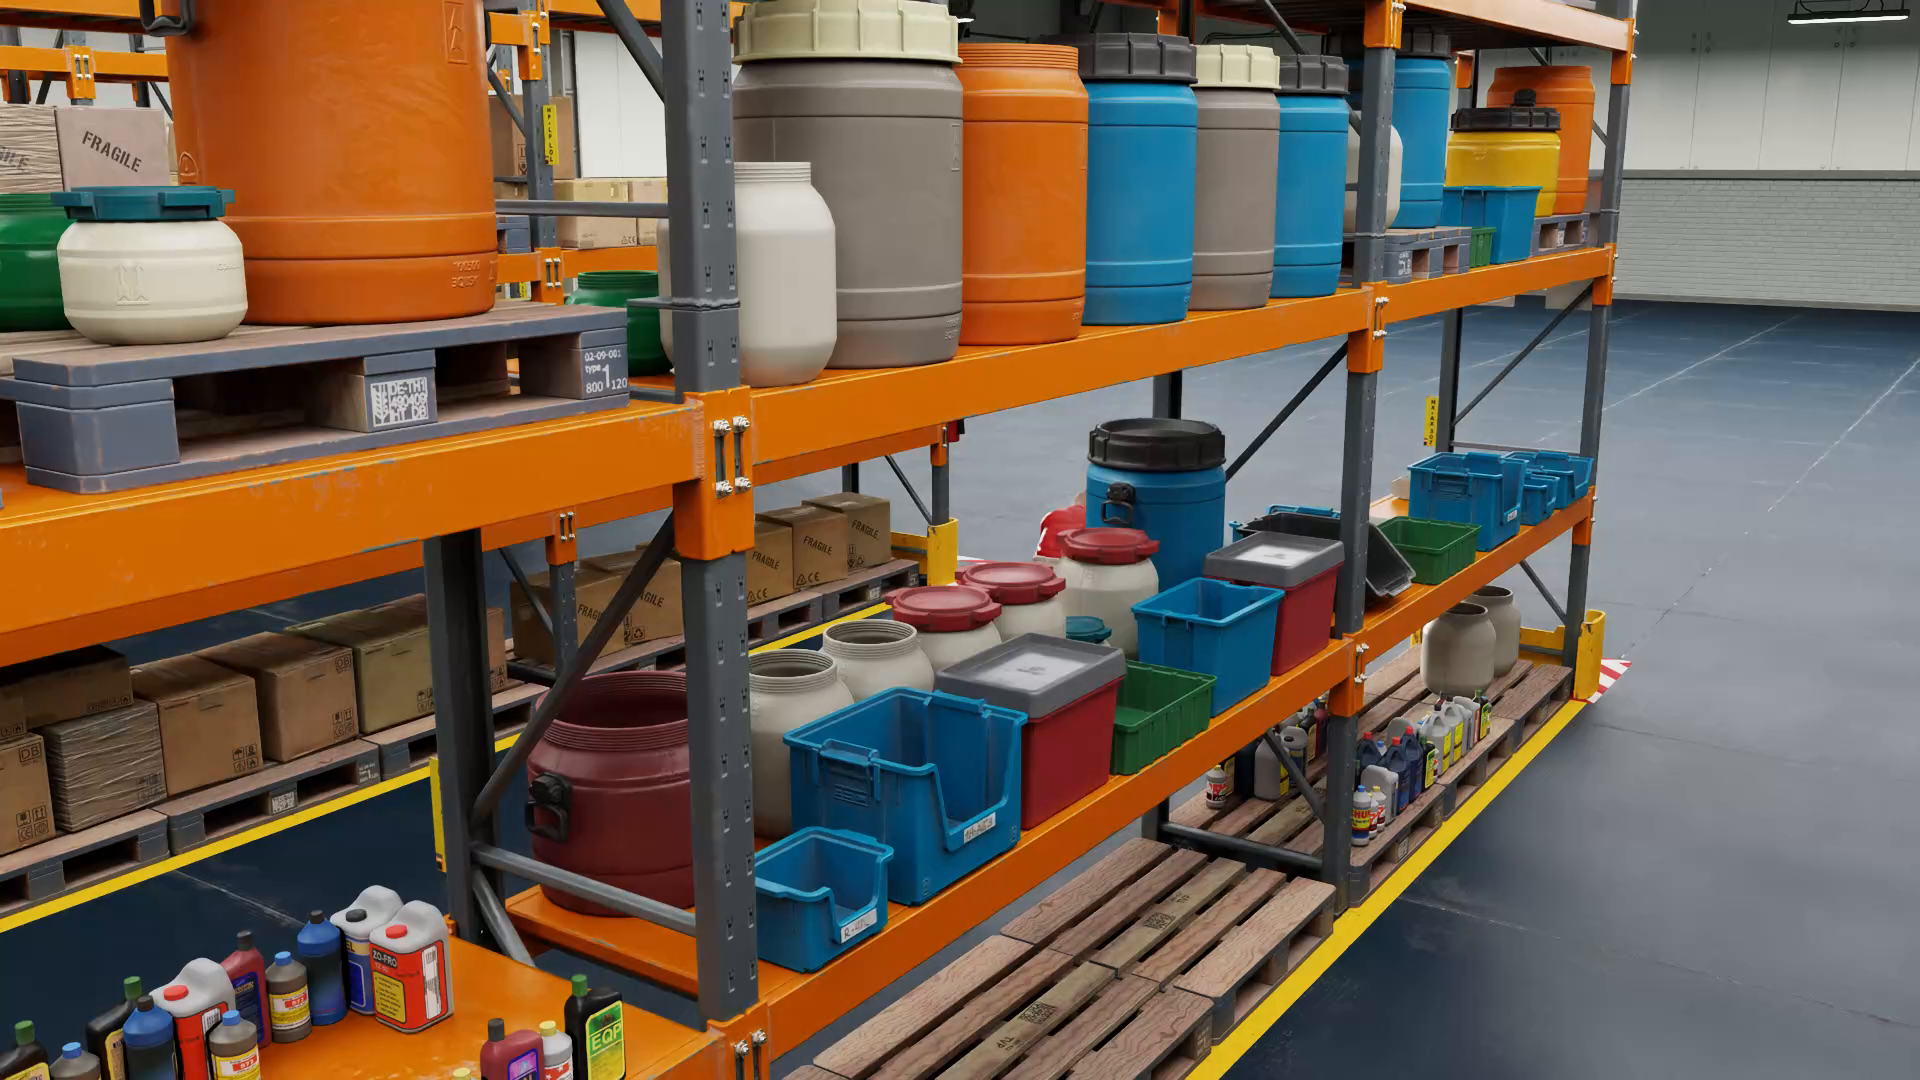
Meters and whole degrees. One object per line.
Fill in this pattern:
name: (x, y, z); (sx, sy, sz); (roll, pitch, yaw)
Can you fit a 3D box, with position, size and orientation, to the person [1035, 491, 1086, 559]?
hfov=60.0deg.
person: (0.818, 0.094, 11.997); (0.556, 0.828, 0.770); (9, 15, 33)
